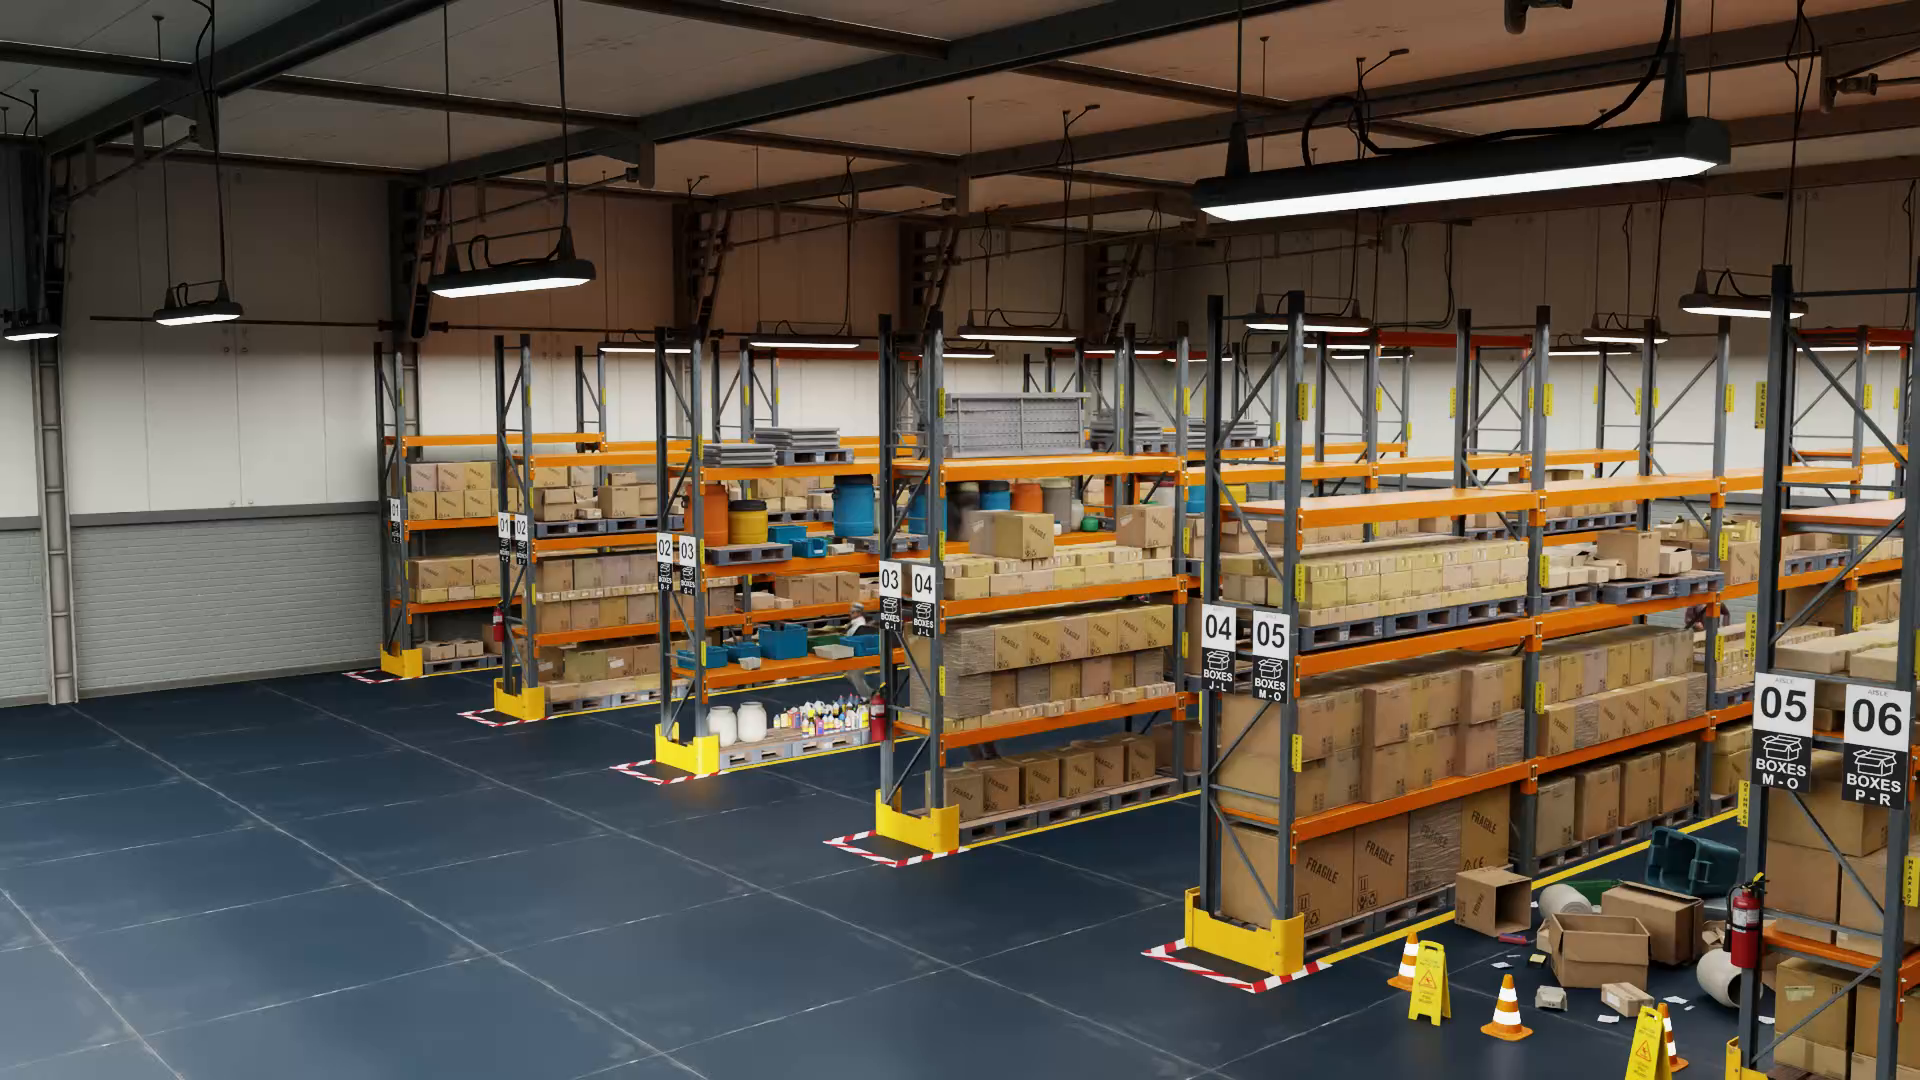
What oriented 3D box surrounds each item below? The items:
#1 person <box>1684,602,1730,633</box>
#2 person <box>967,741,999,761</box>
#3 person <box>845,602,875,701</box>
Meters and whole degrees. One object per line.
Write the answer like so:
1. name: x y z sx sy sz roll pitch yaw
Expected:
1. person: 12.867 1.692 28.683 0.696 1.797 0.802 3 6 29
2. person: 0.270 2.337 22.549 0.792 1.630 0.734 -3 6 -27
3. person: -1.611 1.874 26.758 0.519 1.786 0.673 -1 5 -9
